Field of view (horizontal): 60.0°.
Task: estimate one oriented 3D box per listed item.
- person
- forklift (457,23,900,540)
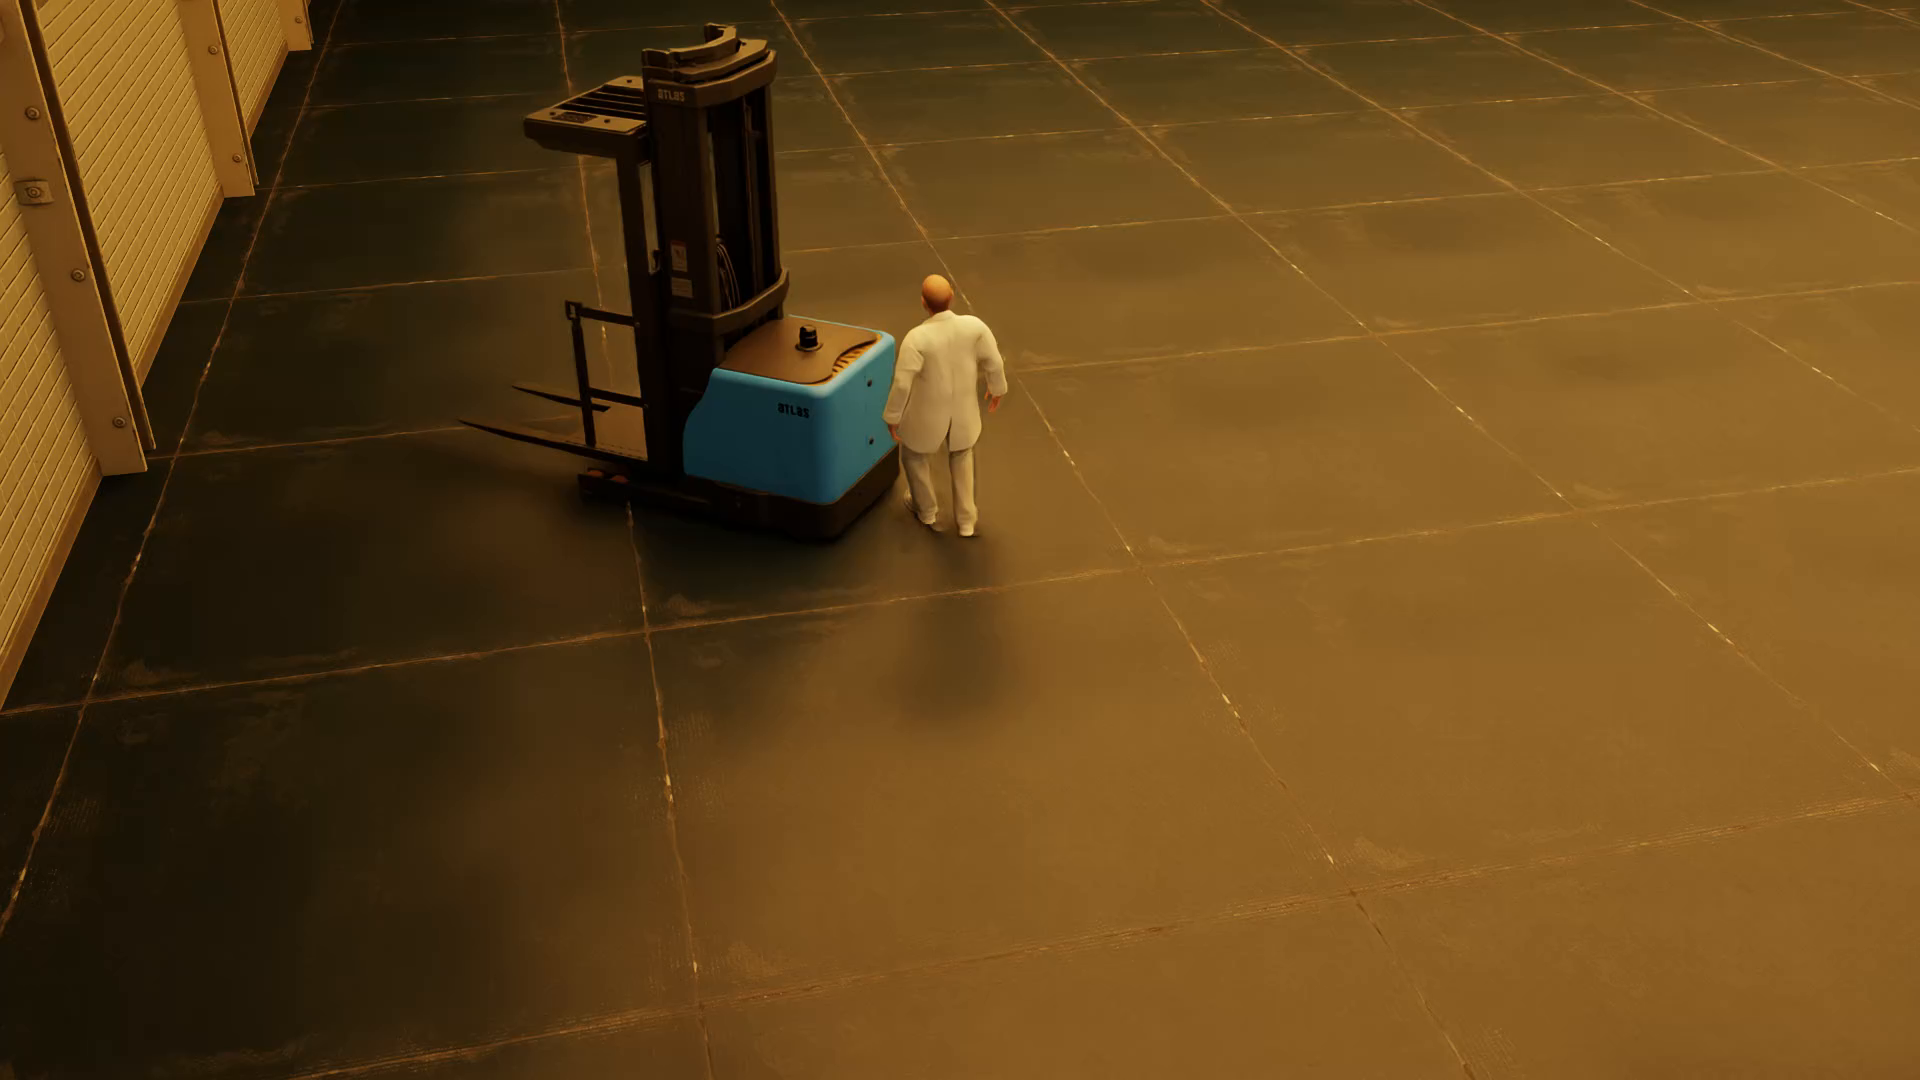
[{"bbox_3d":[-0.143,-0.866,10.268,0.821,1.744,0.699,-10,32,-17],"label":"person"},{"bbox_3d":[-1.962,-1.751,10.599,3.031,2.935,1.130,13,32,21],"label":"forklift"}]
